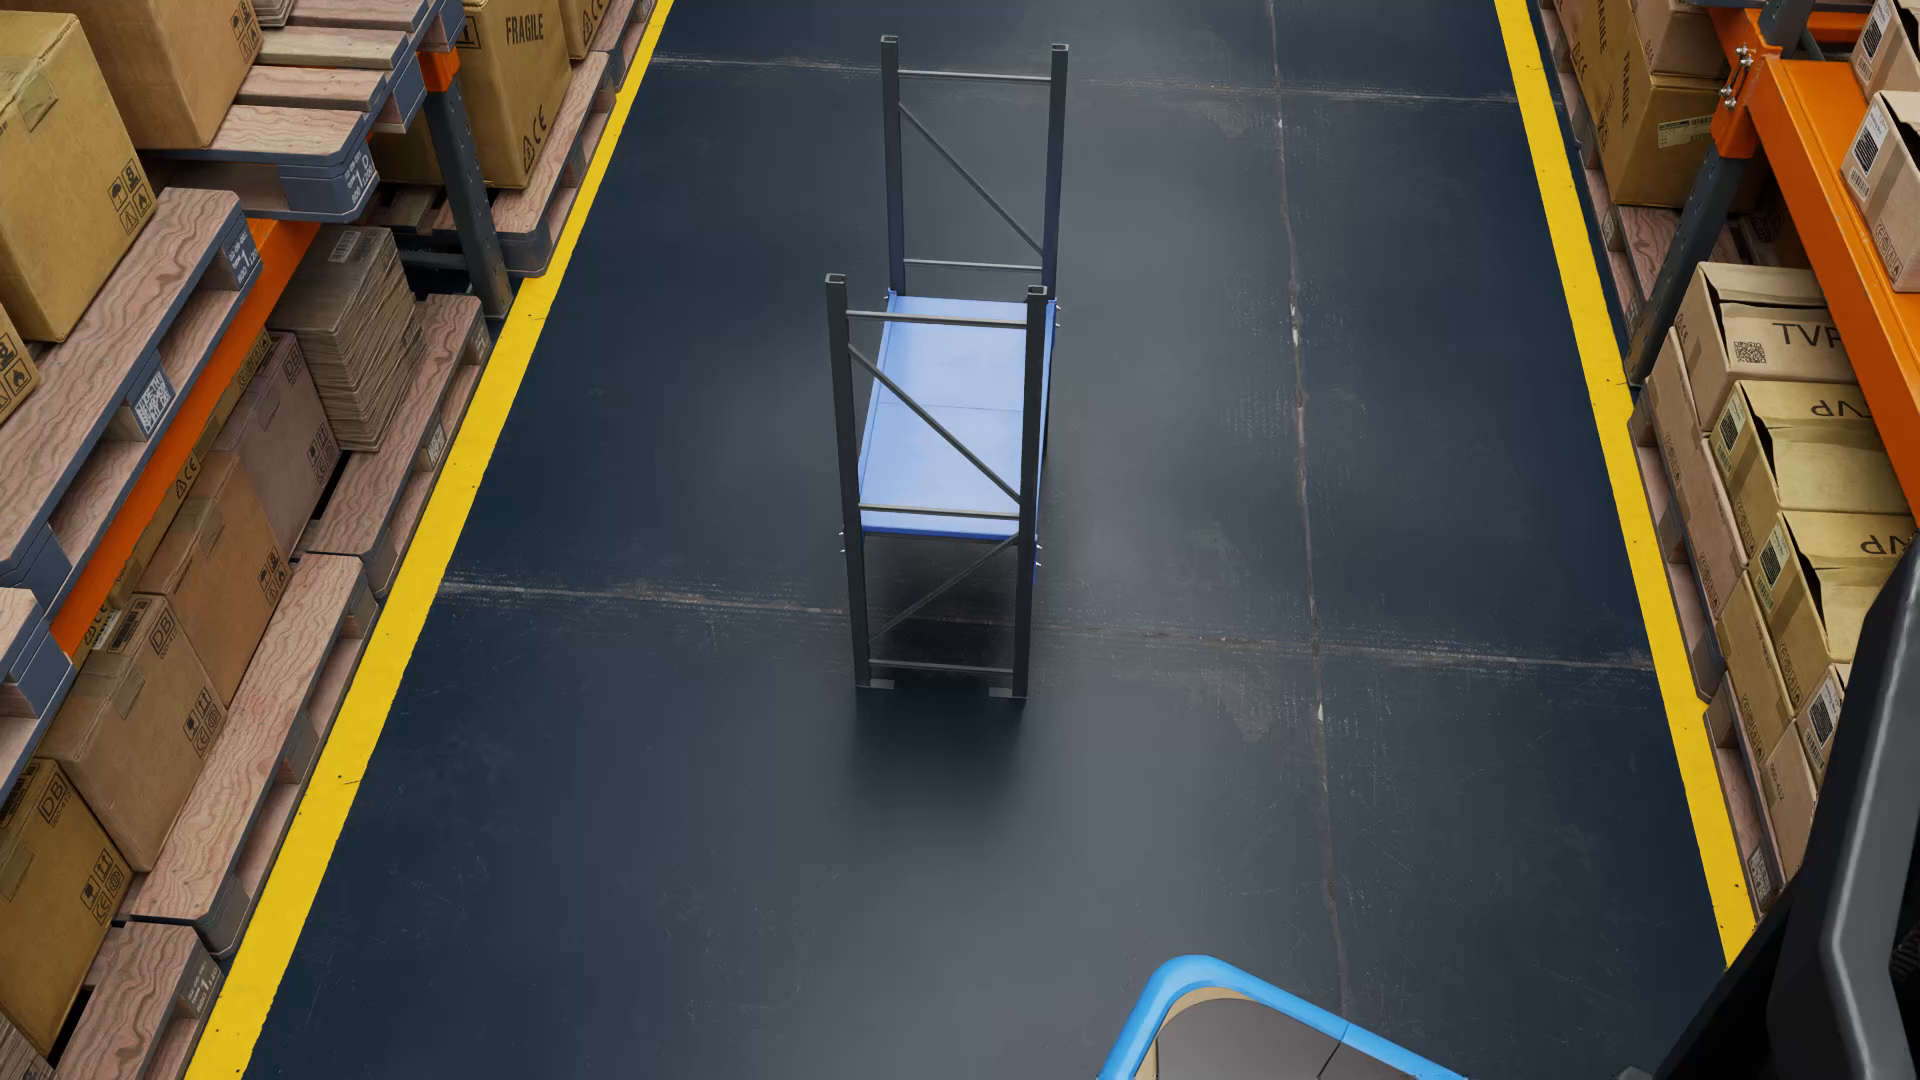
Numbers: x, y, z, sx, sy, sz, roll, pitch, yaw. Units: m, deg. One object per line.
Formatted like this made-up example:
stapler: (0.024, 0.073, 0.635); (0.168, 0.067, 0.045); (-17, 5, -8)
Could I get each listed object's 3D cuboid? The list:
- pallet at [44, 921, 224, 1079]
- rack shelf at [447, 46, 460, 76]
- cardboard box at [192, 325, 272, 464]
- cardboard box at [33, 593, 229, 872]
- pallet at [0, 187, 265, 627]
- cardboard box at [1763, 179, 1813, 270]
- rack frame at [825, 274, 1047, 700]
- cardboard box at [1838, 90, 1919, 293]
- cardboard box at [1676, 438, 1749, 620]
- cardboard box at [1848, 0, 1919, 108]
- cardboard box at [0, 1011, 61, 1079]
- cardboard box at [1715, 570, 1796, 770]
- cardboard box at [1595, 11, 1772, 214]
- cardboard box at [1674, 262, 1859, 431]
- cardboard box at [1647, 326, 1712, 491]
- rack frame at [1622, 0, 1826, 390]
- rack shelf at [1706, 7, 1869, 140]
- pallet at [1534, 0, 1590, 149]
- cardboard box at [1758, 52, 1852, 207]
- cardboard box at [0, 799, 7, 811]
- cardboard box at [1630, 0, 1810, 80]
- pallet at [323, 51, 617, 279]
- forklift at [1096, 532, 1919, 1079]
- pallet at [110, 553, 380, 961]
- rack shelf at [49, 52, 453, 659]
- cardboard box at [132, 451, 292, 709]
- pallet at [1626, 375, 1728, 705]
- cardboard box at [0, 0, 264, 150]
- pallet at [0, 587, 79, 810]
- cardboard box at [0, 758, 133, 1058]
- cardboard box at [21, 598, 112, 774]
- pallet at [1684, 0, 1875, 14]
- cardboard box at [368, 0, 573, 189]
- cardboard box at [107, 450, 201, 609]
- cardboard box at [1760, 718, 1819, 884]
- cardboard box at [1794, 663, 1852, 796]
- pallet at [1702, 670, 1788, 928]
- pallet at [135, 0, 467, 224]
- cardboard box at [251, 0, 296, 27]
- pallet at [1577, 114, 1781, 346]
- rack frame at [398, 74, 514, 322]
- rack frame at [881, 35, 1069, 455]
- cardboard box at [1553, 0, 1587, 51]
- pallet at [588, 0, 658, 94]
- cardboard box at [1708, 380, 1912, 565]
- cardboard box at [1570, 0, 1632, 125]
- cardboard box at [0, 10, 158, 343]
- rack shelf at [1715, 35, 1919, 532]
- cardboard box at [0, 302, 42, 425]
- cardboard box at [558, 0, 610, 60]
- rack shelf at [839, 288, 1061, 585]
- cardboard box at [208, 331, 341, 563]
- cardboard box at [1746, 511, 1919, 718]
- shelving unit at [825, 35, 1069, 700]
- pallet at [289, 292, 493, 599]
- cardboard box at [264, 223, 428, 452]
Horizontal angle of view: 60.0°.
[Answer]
pallet: (-2.421, 1.432, 3.797); (1.003, 0.211, 1.213); (4, 48, 4)
rack shelf: (-1.944, -3.103, 6.543); (1.077, 0.370, 4.000); (4, 48, 4)
cardboard box: (-2.254, -0.487, 4.550); (0.500, 0.250, 0.500); (5, 48, 4)
cardboard box: (-2.356, 0.461, 4.191); (0.700, 0.500, 0.500); (4, 48, 4)
pallet: (-2.266, -0.354, 3.671); (1.003, 0.211, 1.213); (4, 48, 4)
cardboard box: (3.133, -1.166, 5.679); (0.500, 0.500, 0.500); (6, 48, 5)
rack frame: (-0.054, -0.070, 4.298); (0.500, 1.500, 0.032); (4, 48, 4)
cardboard box: (2.533, -0.872, 4.075); (0.500, 0.311, 0.500); (3, 48, 3)
cardboard box: (2.422, -0.025, 4.819); (0.500, 0.250, 0.500); (3, 48, 2)
cardboard box: (2.731, -1.251, 4.422); (0.500, 0.311, 0.500); (7, 48, 6)
cardboard box: (-2.440, 1.216, 3.501); (0.700, 0.500, 0.500); (5, 48, 5)
cardboard box: (2.381, 0.357, 4.469); (0.500, 0.250, 0.500); (3, 48, 2)
cardboard box: (2.659, -1.554, 6.034); (0.500, 0.500, 0.500); (6, 48, 5)
cardboard box: (2.467, -0.584, 4.950); (0.500, 0.311, 0.500); (5, 48, 5)
cardboard box: (2.467, -0.394, 5.157); (0.500, 0.250, 0.500); (4, 48, 3)
rack frame: (2.807, -1.546, 4.631); (1.000, 3.000, 0.127); (4, 48, 4)
rack shelf: (2.989, -2.773, 6.241); (1.077, 0.370, 4.000); (4, 48, 4)
pallet: (3.027, -2.045, 6.977); (1.003, 0.211, 1.213); (4, 48, 4)
cardboard box: (3.175, -1.551, 6.032); (0.500, 0.500, 0.500); (2, 48, 2)
cardboard box: (-2.404, 0.639, 3.520); (0.500, 0.250, 0.500); (3, 48, 3)
cardboard box: (2.660, -1.848, 5.795); (0.500, 0.250, 0.500); (6, 48, 5)
pallet: (-1.979, -1.509, 6.487); (1.003, 0.211, 1.213); (4, 48, 4)
forklift: (1.461, 1.333, 2.044); (3.031, 2.935, 1.130); (22, 51, 19)
pallet: (-2.313, 0.533, 4.619); (1.003, 0.211, 1.213); (4, 48, 4)
rack shelf: (-2.308, -0.164, 3.854); (1.077, 0.370, 4.000); (4, 48, 4)
cardboard box: (-2.320, 0.089, 4.531); (0.700, 0.500, 0.500); (4, 48, 3)
pallet: (2.693, -0.002, 5.109); (1.003, 0.211, 1.213); (4, 48, 4)
cardboard box: (-2.183, -1.300, 4.040); (0.700, 0.500, 0.500); (0, 48, 0)
pallet: (-2.276, 0.576, 2.820); (1.003, 0.211, 1.213); (4, 48, 4)
cardboard box: (-2.443, 0.833, 3.851); (0.700, 0.500, 0.500); (3, 48, 3)
cardboard box: (-2.360, 0.257, 3.870); (0.500, 0.250, 0.500); (3, 48, 2)
pallet: (2.799, -1.984, 5.162); (1.213, 0.211, 1.003); (4, 48, 4)
cardboard box: (-1.929, -1.824, 6.058); (0.750, 0.750, 0.750); (3, 48, 3)
cardboard box: (-2.296, -0.109, 4.204); (0.500, 0.250, 0.500); (4, 48, 3)
cardboard box: (2.334, 0.734, 4.124); (0.500, 0.250, 0.500); (5, 48, 4)
cardboard box: (2.333, 0.555, 3.908); (0.500, 0.311, 0.500); (3, 48, 3)
pallet: (2.580, 0.892, 4.291); (1.003, 0.211, 1.213); (4, 48, 4)
pallet: (-2.085, -1.281, 4.518); (1.213, 0.211, 1.003); (4, 48, 4)
cardboard box: (-2.159, -1.712, 4.417); (0.700, 0.500, 0.500); (-1, 48, -1)
pallet: (2.913, -1.151, 6.159); (1.003, 0.211, 1.213); (4, 48, 4)
rack frame: (-2.126, -1.876, 4.933); (1.000, 3.000, 0.127); (4, 48, 4)
rack frame: (0.039, -0.817, 4.981); (0.500, 1.500, 0.032); (4, 48, 4)
cardboard box: (2.748, -2.320, 6.735); (0.500, 0.500, 0.500); (2, 48, 2)
pallet: (-1.866, -2.403, 7.305); (1.003, 0.211, 1.213); (4, 48, 4)
cardboard box: (2.428, -0.197, 4.596); (0.500, 0.311, 0.500); (3, 48, 3)
cardboard box: (2.706, -1.934, 6.382); (0.500, 0.500, 0.500); (2, 48, 2)
cardboard box: (-2.250, -0.795, 3.579); (0.700, 0.500, 0.500); (4, 48, 4)
rack shelf: (2.625, 0.167, 3.552); (1.077, 0.370, 4.000); (4, 48, 4)
cardboard box: (-2.323, -0.387, 3.205); (0.700, 0.500, 0.500); (10, 48, 9)
cardboard box: (-1.842, -2.467, 6.646); (0.750, 0.750, 0.750); (4, 48, 3)
rack shelf: (-0.008, -0.322, 4.772); (0.538, 0.185, 1.000); (4, 48, 4)
cardboard box: (-2.303, -0.278, 4.867); (0.700, 0.500, 0.500); (4, 48, 3)
cardboard box: (2.379, 0.178, 4.254); (0.500, 0.311, 0.500); (3, 48, 2)
shelving unit: (-0.008, -0.443, 4.639); (0.538, 1.500, 1.048); (4, 48, 4)
pallet: (-2.199, -0.361, 5.437); (1.003, 0.211, 1.213); (4, 48, 4)
cardboard box: (-2.140, -0.648, 5.206); (0.700, 0.500, 0.500); (4, 48, 4)
